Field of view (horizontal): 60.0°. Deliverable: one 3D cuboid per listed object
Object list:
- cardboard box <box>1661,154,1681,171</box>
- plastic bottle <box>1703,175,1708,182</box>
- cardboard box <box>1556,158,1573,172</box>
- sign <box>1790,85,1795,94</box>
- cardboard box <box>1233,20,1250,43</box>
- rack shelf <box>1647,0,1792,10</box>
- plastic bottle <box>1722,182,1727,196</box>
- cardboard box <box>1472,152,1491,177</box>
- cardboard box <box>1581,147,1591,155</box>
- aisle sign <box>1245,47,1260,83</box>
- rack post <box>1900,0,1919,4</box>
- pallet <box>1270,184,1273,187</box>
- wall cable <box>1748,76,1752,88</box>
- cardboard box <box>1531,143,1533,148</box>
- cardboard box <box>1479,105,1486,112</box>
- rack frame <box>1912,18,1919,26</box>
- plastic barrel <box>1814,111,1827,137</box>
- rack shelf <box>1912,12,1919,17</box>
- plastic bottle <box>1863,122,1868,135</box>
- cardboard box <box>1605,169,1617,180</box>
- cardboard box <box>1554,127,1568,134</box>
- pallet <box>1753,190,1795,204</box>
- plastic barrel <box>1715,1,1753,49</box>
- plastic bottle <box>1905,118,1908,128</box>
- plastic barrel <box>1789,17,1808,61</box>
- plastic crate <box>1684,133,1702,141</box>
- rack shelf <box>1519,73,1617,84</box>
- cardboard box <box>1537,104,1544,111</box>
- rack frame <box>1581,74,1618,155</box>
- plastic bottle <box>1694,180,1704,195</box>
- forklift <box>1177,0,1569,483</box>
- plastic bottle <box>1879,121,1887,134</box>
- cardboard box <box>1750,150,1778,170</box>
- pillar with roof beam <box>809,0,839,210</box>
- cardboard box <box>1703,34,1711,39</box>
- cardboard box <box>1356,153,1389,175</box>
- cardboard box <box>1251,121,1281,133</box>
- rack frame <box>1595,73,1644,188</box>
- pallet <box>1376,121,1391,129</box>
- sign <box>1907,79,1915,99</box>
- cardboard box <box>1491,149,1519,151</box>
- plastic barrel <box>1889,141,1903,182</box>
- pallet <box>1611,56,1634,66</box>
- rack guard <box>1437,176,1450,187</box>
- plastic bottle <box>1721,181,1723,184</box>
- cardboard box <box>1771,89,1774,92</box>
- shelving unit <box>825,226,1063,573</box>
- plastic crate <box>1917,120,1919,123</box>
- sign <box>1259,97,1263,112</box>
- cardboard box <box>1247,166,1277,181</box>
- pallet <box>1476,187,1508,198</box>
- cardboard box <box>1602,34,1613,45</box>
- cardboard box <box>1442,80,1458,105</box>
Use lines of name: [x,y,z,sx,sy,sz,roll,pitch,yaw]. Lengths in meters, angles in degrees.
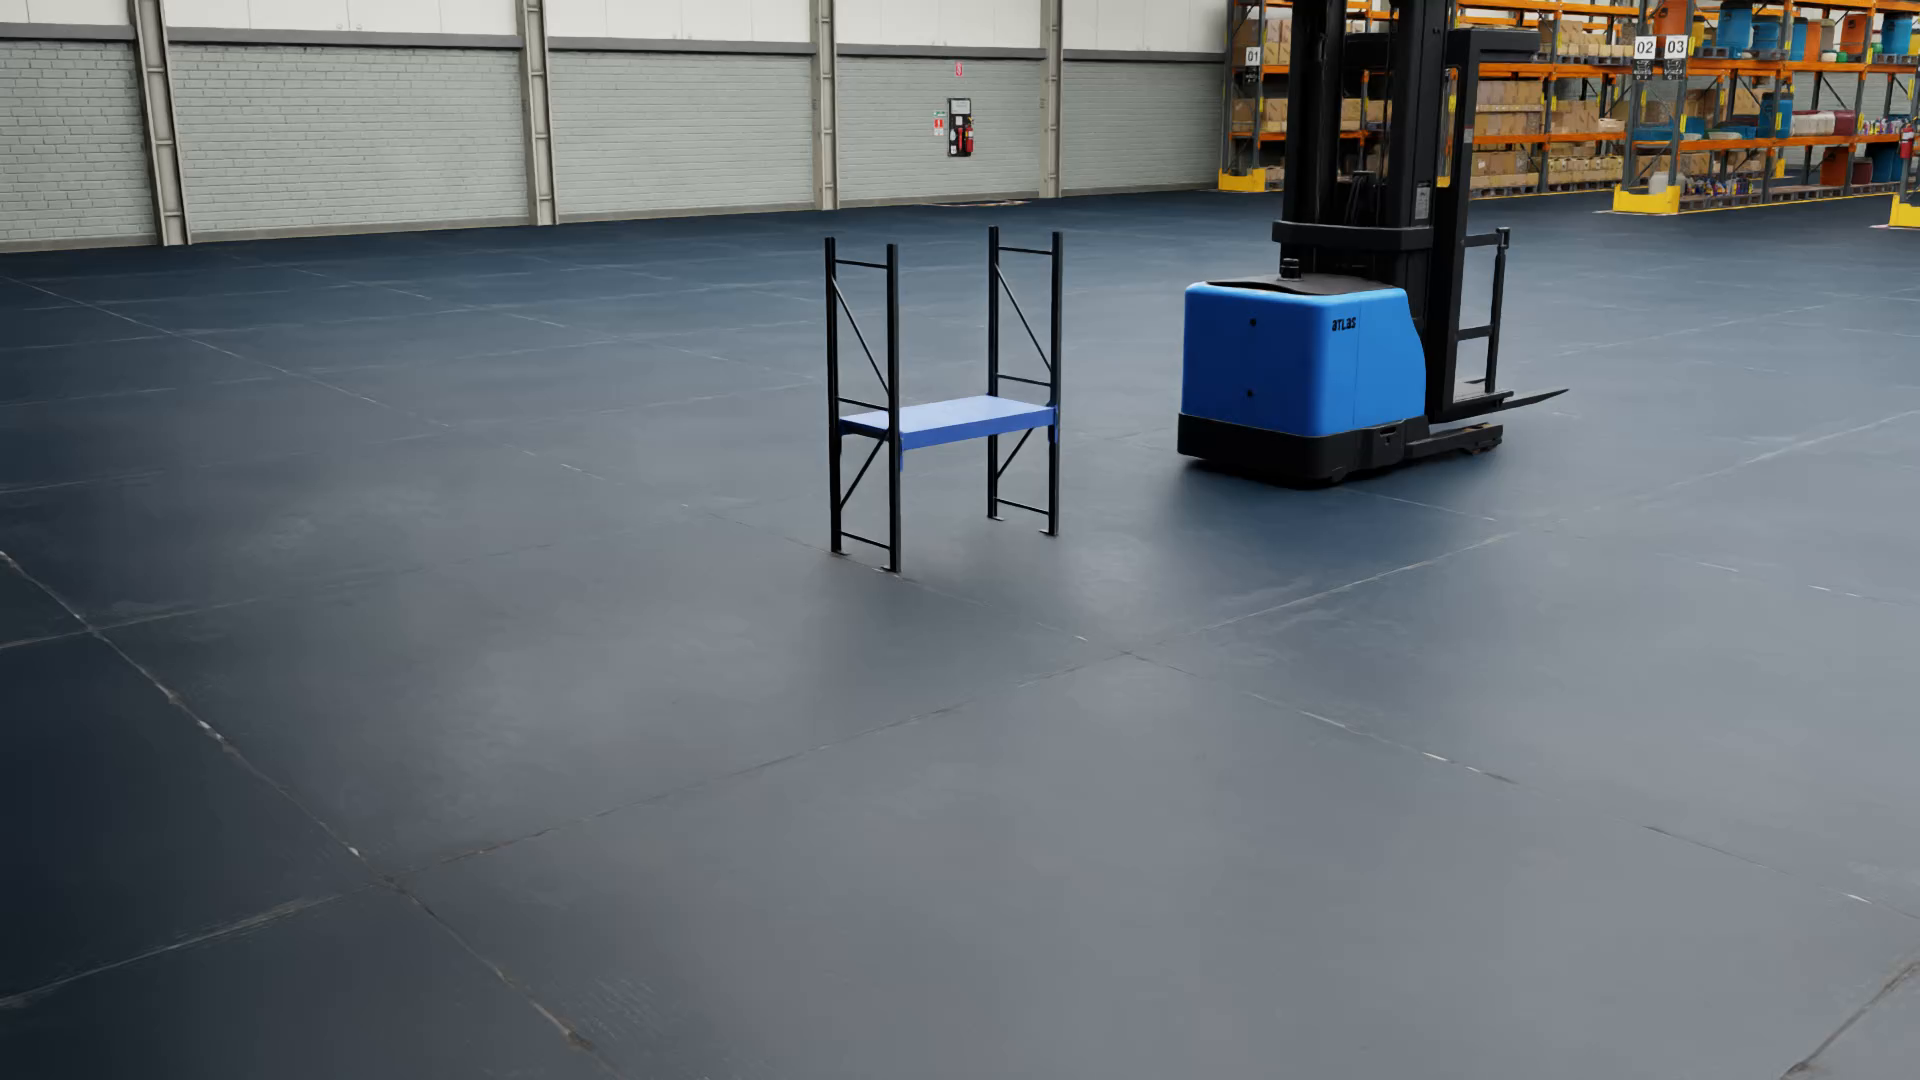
cardboard box: [17.491,-9.288,41.201,0.500,0.500,0.500,-14,20,-41]
plastic bottle: [15.146,-7.233,33.796,0.185,0.351,0.144,-12,19,-38]
cardboard box: [13.635,-8.572,37.955,0.500,0.311,0.500,-13,20,-40]
sign: [22.181,-11.954,44.336,0.005,0.325,0.100,-13,19,-39]
cardboard box: [6.661,-11.721,38.336,0.500,0.500,0.500,-12,19,-37]
rack shelf: [14.519,-10.375,31.822,4.000,0.370,1.077,-13,19,-39]
plastic bottle: [15.069,-6.929,32.811,0.097,0.271,0.097,0,15,0]
cardboard box: [11.057,-8.100,35.823,0.500,0.500,0.500,-13,19,-39]
cardboard box: [17.737,-11.090,47.985,0.500,0.500,0.700,-13,20,-40]
aisle sign: [6.650,-10.792,37.804,0.004,0.787,0.394,-13,19,-39]
rack post: [20.619,-12.000,36.708,0.954,0.300,0.937,-10,18,-33]
pallet: [8.120,-8.609,40.071,1.213,0.211,1.003,-13,19,-39]
wall cable: [23.078,-14.604,51.504,0.112,2.526,3.097,-13,19,-39]
cardboard box: [15.951,-11.069,46.652,0.250,0.149,0.380,-13,20,-40]
cardboard box: [10.977,-9.205,35.447,0.250,0.149,0.380,-14,20,-41]
rack frame: [22.063,-12.610,38.020,0.127,3.000,1.000,-13,19,-39]
plastic barrel: [18.092,-8.800,35.168,0.421,0.512,0.421,0,15,0]
rack shelf: [23.572,-12.408,39.433,4.000,0.370,1.077,-13,19,-39]
plastic bottle: [19.862,-9.034,36.486,0.133,0.283,0.061,-13,19,-39]
cardboard box: [15.173,-8.648,39.329,0.500,0.250,0.500,-13,20,-40]
cardboard box: [13.582,-9.310,37.778,0.250,0.149,0.380,-13,19,-39]
pallet: [16.595,-7.149,34.607,1.213,0.211,1.003,-13,19,-39]
plastic barrel: [15.207,-10.103,32.661,0.708,0.901,0.600,-13,19,-39]
plastic bottle: [21.584,-9.468,37.979,0.185,0.351,0.144,-13,19,-39]
plastic barrel: [17.256,-10.397,34.579,0.708,0.901,0.600,-13,19,-39]
plastic crate: [13.897,-7.640,31.551,0.250,0.136,0.298,-13,19,-39]
rack shelf: [17.068,-13.080,46.989,4.000,0.370,1.077,-13,19,-39]
cardboard box: [12.714,-9.595,36.908,0.250,0.149,0.380,-13,20,-39]
rack frame: [18.577,-12.318,48.551,0.127,3.000,1.000,-13,19,-39]
plastic bottle: [14.800,-7.068,33.324,0.135,0.276,0.152,-13,19,-39]
forklift: [2.744,-2.030,10.169,3.031,2.935,1.130,-13,19,-39]
plastic bottle: [20.630,-9.219,37.192,0.135,0.276,0.152,-13,19,-39]
cardboard box: [21.583,-10.219,44.685,0.500,0.500,0.500,-13,19,-39]
pillar with roof beam: [0.241,-9.922,27.956,0.400,9.000,9.100,-13,19,-39]
cardboard box: [18.386,-12.354,41.674,0.600,0.600,0.600,14,20,42]
cardboard box: [10.426,-9.515,42.050,0.500,0.500,0.700,-13,20,-40]
cardboard box: [7.083,-9.565,38.499,0.500,0.250,0.500,-13,20,-41]
rack frame: [15.797,-9.999,39.870,0.127,3.000,1.000,-13,19,-39]
pallet: [11.075,-10.526,42.217,1.213,0.211,1.003,-13,19,-39]
sign: [15.912,-7.538,27.801,0.005,0.325,0.100,-13,19,-39]
cardboard box: [12.224,-8.540,37.471,0.500,0.500,0.500,-13,19,-39]
plastic barrel: [21.641,-8.812,38.678,0.708,0.901,0.600,-13,19,-39]
pallet: [15.343,-11.224,39.011,1.003,0.211,1.213,-12,19,-37]
rack guard: [9.743,-7.432,35.103,0.348,0.500,1.175,-13,19,-39]
plastic bottle: [15.147,-6.998,33.046,0.133,0.283,0.061,-13,19,-39]
cardboard box: [21.296,-11.671,43.998,0.500,0.500,0.500,-12,19,-38]
shelving unit: [-0.064,-0.710,8.002,1.048,1.500,0.538,-13,19,-39]
plastic crate: [23.458,-10.085,40.403,0.300,0.233,0.416,-13,19,-39]
sign: [6.863,-9.920,37.897,0.005,0.325,0.100,-13,19,-39]
cardboard box: [7.088,-8.620,39.067,0.500,0.311,0.500,13,20,41]
pallet: [11.231,-7.640,36.441,1.213,0.211,1.003,-13,19,-39]
cardboard box: [18.204,-14.131,47.357,0.500,0.500,0.500,-13,20,-40]
cardboard box: [10.162,-9.404,34.936,0.500,0.500,0.700,-13,19,-39]
